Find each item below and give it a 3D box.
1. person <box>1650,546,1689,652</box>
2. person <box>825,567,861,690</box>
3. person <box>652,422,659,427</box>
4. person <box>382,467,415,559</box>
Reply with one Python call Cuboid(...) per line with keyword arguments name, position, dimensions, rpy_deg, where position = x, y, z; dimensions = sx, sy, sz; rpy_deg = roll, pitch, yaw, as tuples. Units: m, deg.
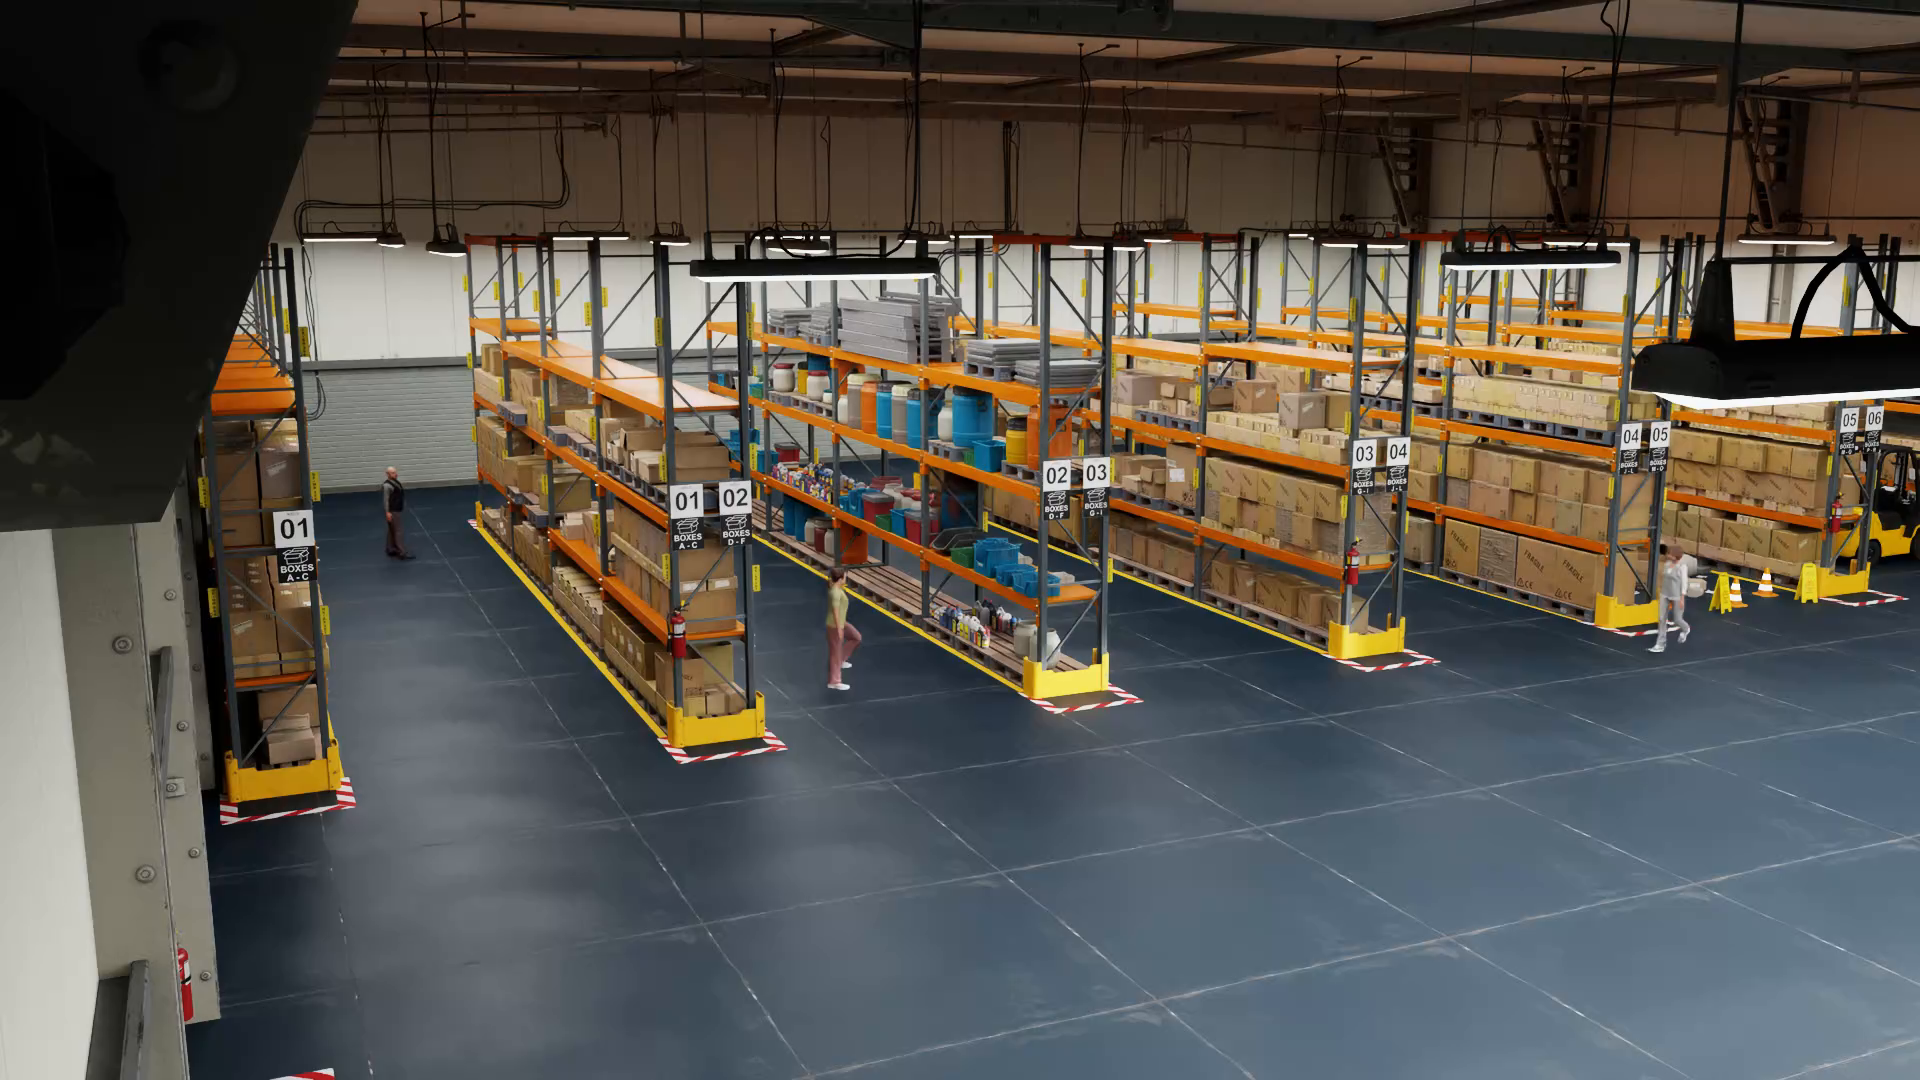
Cuboid(name="person", position=(10.552, 0.852, 24.566), dimensions=(0.407, 1.578, 0.760), rpy_deg=(10, 15, 41))
Cuboid(name="person", position=(-1.578, 1.187, 22.518), dimensions=(0.490, 1.686, 0.475), rpy_deg=(-1, 11, -7))
Cuboid(name="person", position=(-7.131, -1.982, 39.142), dimensions=(1.017, 1.613, 0.592), rpy_deg=(5, 12, 25))
Cuboid(name="person", position=(-10.599, -0.534, 31.386), dimensions=(0.568, 1.721, 0.572), rpy_deg=(-2, 11, -9))
